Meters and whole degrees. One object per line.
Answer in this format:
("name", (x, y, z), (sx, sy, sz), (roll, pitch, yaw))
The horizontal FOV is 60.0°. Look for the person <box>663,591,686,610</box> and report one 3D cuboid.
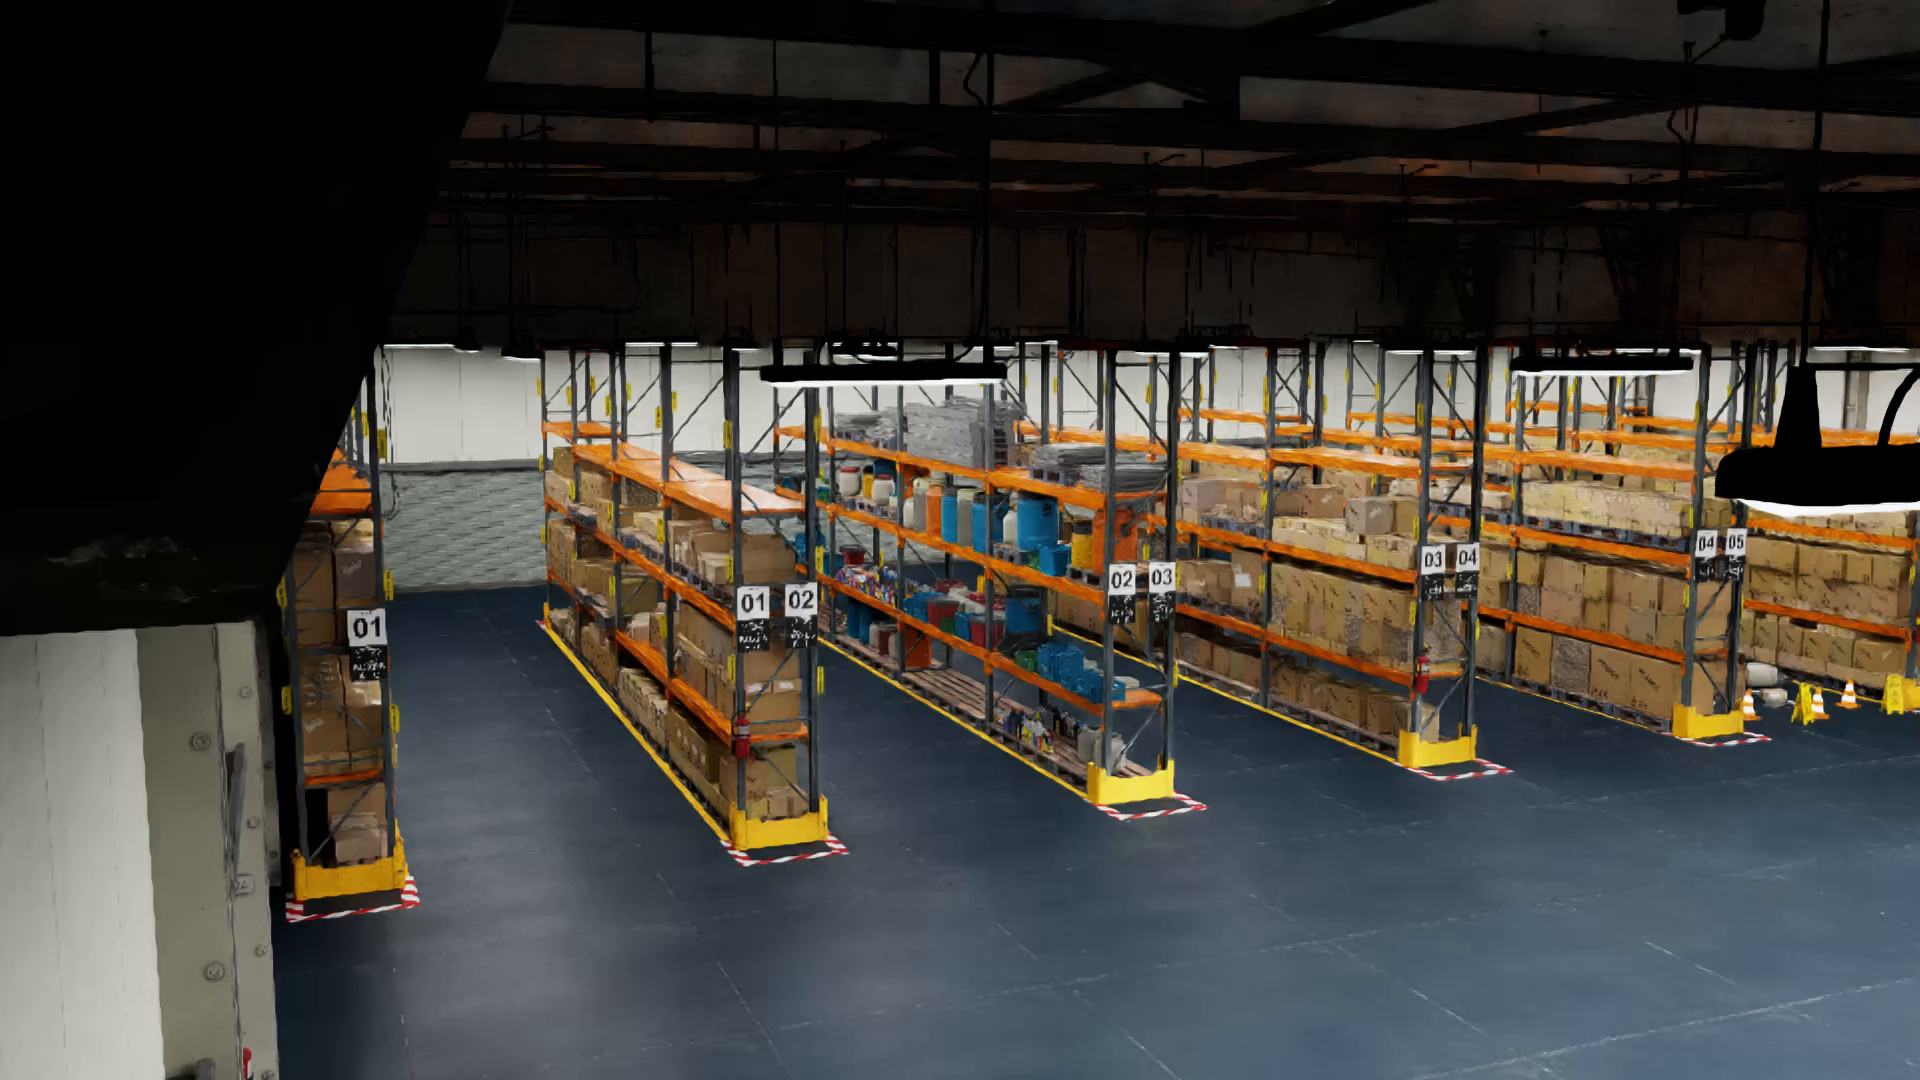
("person", (-5.410, 1.297, 32.260), (0.682, 1.715, 0.542), (-3, 8, -24))
